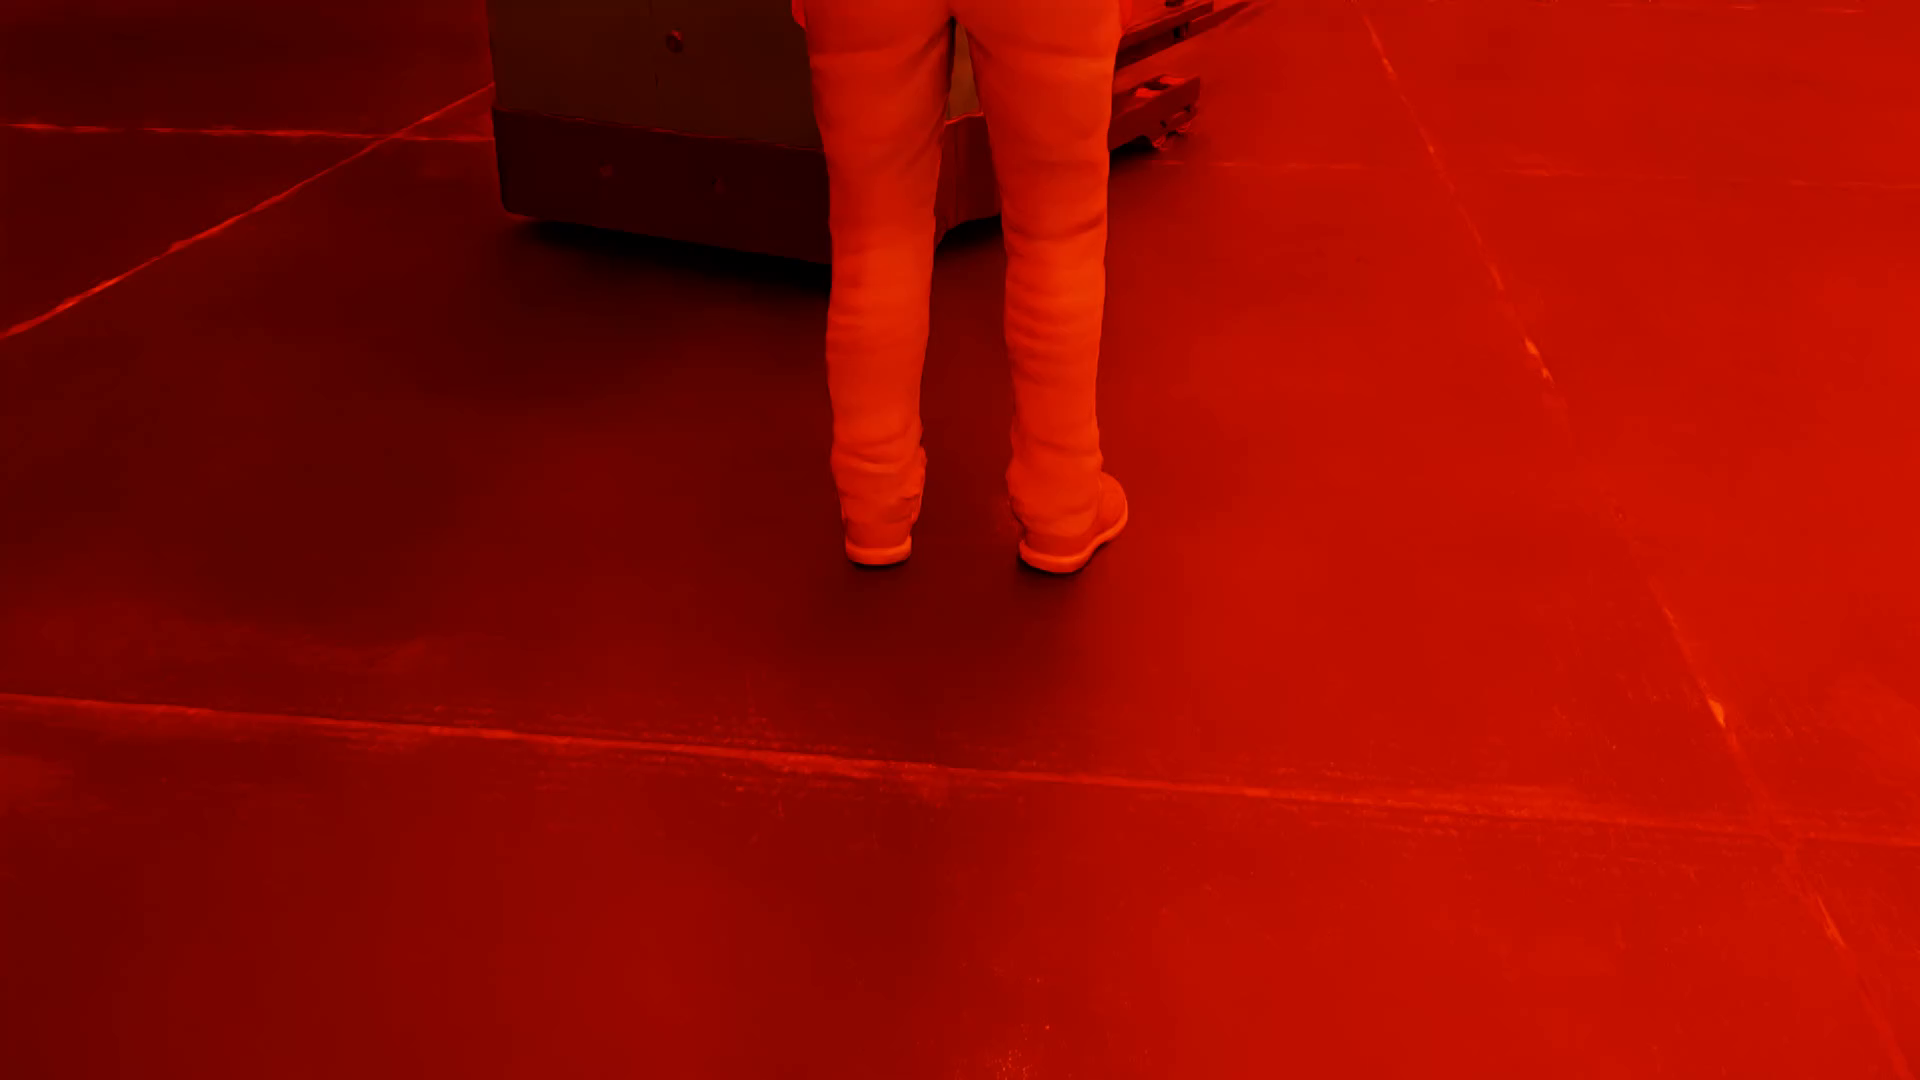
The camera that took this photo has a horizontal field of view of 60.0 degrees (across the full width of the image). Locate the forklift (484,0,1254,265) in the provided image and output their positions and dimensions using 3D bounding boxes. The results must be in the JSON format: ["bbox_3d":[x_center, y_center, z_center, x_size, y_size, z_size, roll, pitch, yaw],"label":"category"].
[{"bbox_3d":[0.052,-2.512,4.252,1.130,2.935,3.031,13,29,24],"label":"forklift"}]

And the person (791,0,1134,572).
[{"bbox_3d":[0.009,-0.750,2.144,0.482,1.669,0.390,3,27,7],"label":"person"}]
